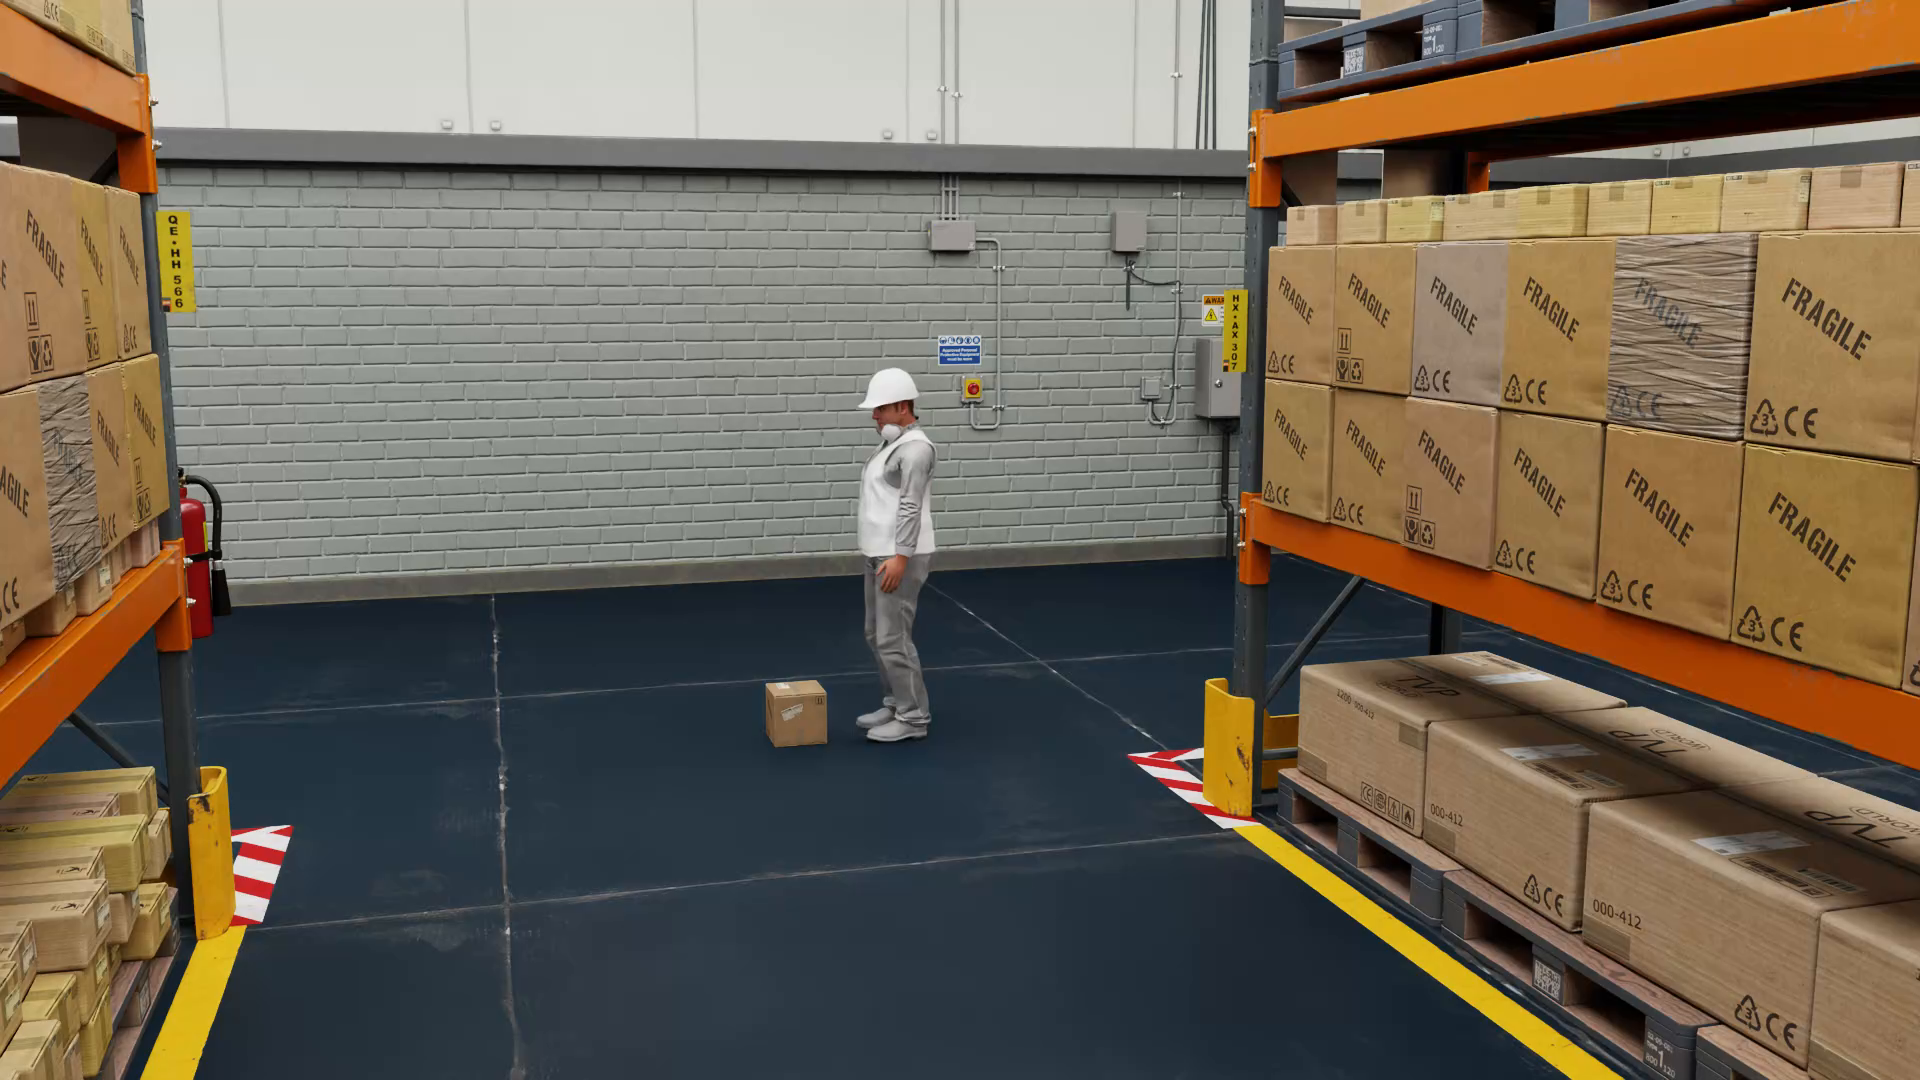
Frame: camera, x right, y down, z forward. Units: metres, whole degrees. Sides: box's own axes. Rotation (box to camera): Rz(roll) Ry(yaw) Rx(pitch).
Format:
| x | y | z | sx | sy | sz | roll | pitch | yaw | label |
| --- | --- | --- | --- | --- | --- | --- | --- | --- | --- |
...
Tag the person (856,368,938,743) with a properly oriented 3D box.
| x | y | z | sx | sy | sz | roll | pitch | yaw | label |
| --- | --- | --- | --- | --- | --- | --- | --- | --- | --- |
| -0.303 | 0.069 | 7.920 | 0.356 | 1.768 | 0.534 | -2 | 9 | -15 | person |
